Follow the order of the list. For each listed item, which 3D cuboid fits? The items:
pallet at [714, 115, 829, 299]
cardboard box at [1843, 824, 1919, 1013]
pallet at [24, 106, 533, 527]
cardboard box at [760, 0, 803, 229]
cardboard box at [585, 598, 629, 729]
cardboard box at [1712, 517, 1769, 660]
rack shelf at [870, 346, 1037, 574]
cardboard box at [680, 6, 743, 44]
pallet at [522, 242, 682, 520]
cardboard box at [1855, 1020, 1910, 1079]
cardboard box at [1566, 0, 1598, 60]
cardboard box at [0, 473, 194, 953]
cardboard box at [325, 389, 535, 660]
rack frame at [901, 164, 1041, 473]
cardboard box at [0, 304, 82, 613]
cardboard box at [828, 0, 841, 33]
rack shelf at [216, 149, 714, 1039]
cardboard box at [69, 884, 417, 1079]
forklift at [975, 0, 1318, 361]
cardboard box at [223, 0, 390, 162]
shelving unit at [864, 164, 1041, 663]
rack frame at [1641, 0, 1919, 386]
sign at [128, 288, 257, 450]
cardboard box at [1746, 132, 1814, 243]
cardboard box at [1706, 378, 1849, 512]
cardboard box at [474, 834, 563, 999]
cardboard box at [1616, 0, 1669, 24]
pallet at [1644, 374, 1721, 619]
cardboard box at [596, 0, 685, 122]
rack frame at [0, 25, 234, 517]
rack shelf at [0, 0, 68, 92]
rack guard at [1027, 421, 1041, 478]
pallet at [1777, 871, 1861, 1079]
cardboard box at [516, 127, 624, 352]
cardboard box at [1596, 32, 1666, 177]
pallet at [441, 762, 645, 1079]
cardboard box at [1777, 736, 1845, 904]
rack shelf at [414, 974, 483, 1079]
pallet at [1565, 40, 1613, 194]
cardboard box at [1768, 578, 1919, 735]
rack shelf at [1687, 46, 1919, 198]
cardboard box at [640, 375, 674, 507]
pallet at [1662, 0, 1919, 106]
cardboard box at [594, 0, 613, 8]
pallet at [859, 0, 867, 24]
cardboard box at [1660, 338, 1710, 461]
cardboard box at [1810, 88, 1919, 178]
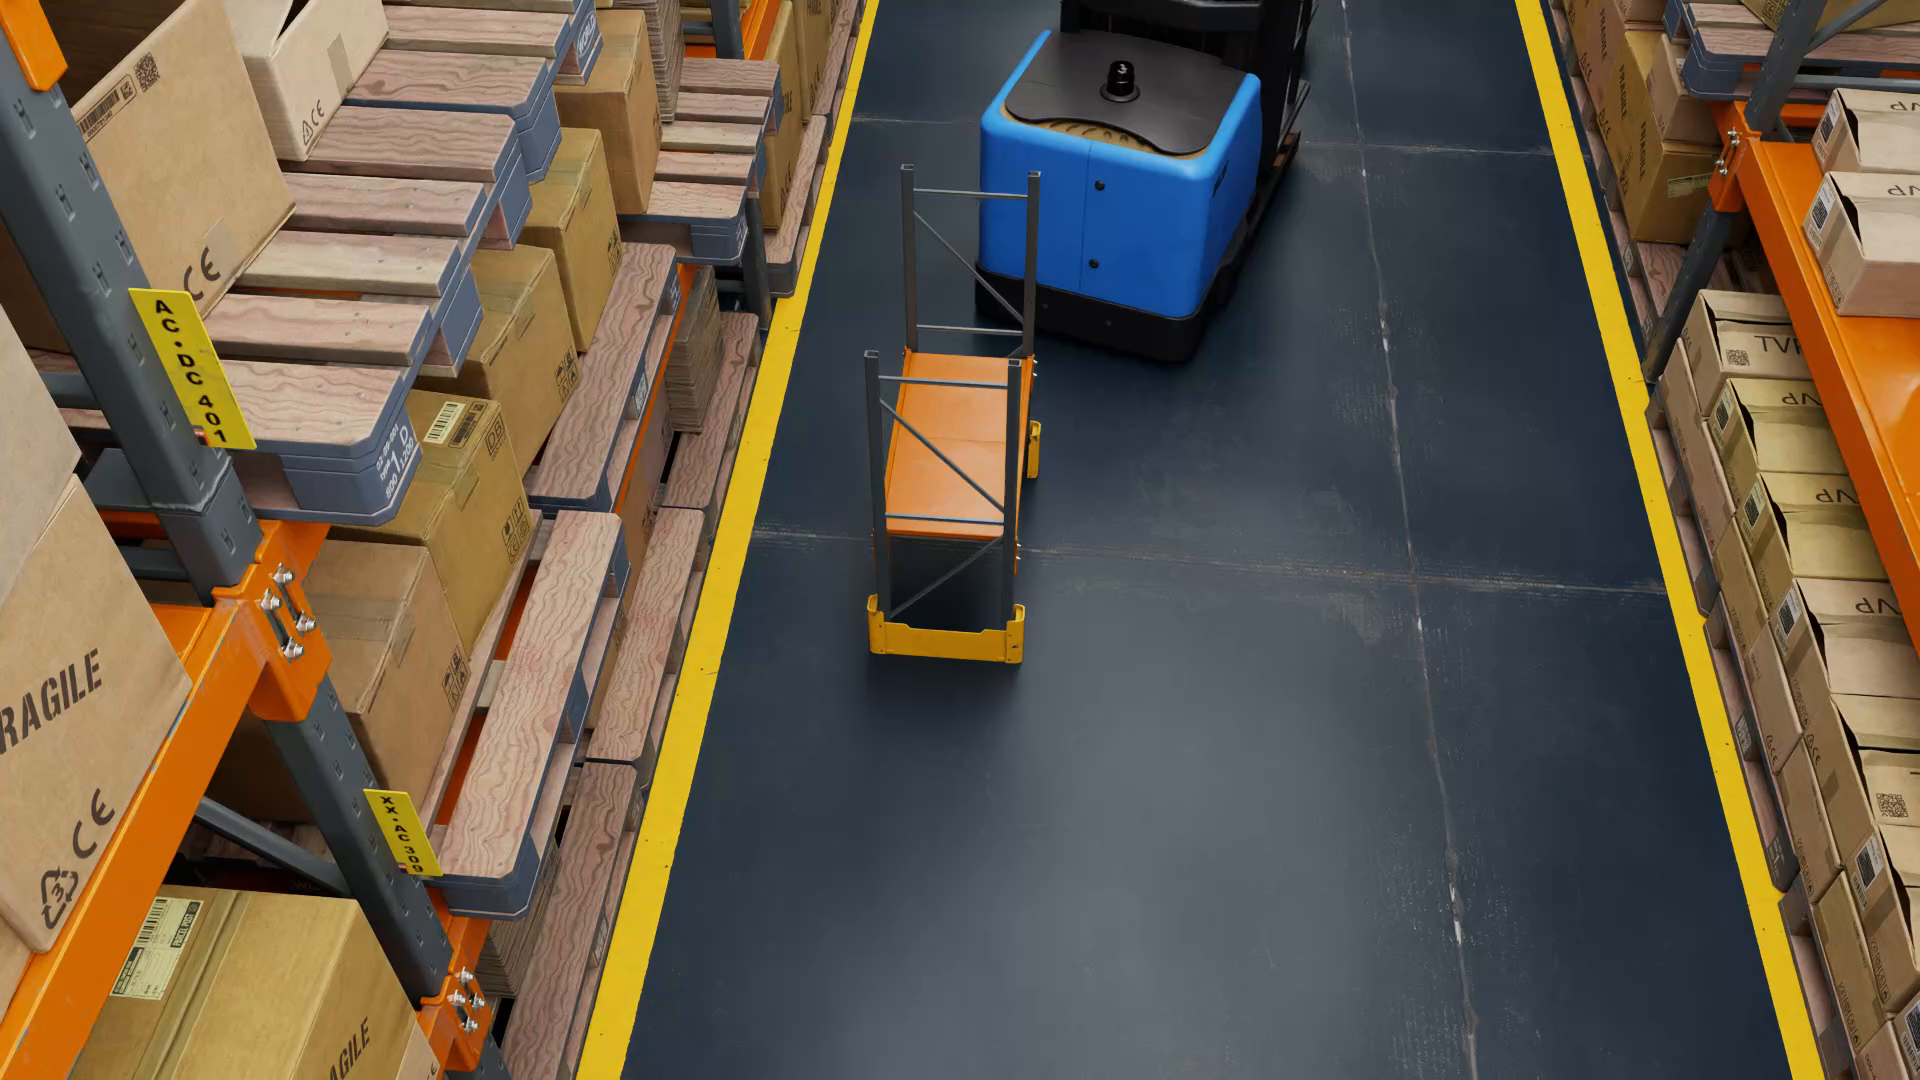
[{"bbox_3d":[-1.228,-1.679,8.168,1.003,0.211,1.213,4,48,4],"label":"pallet"},{"bbox_3d":[2.986,1.122,4.916,0.500,0.311,0.500,5,48,5],"label":"cardboard box"},{"bbox_3d":[-1.577,-0.502,3.296,1.213,0.211,1.003,4,48,4],"label":"pallet"},{"bbox_3d":[-1.178,-1.993,7.739,0.750,0.750,0.750,3,48,3],"label":"cardboard box"},{"bbox_3d":[-1.605,0.292,5.872,0.700,0.500,0.500,4,48,4],"label":"cardboard box"},{"bbox_3d":[3.132,0.188,6.150,0.500,0.250,0.500,3,48,2],"label":"cardboard box"},{"bbox_3d":[-0.008,-0.322,6.298,0.538,0.185,1.000,4,48,4],"label":"rack shelf"},{"bbox_3d":[-1.115,-2.194,6.906,0.380,0.149,0.250,3,48,3],"label":"cardboard box"},{"bbox_3d":[-1.515,-0.523,5.352,1.003,0.211,1.213,4,48,4],"label":"pallet"},{"bbox_3d":[2.943,1.686,4.780,0.500,0.250,0.500,3,48,3],"label":"cardboard box"},{"bbox_3d":[3.545,-2.861,8.756,0.500,0.500,0.500,4,48,4],"label":"cardboard box"},{"bbox_3d":[-1.540,0.230,2.418,0.500,0.500,0.500,5,48,5],"label":"cardboard box"},{"bbox_3d":[-1.601,-0.070,4.442,0.700,0.500,0.500,8,48,8],"label":"cardboard box"},{"bbox_3d":[0.039,-0.817,6.507,0.500,1.500,0.032,4,48,4],"label":"rack frame"},{"bbox_3d":[-1.515,-0.110,2.052,0.500,0.500,0.500,0,48,0],"label":"cardboard box"},{"bbox_3d":[-1.018,-3.261,8.898,0.750,0.750,0.750,5,48,5],"label":"cardboard box"},{"bbox_3d":[-1.557,-0.333,5.535,1.077,0.370,4.000,4,48,4],"label":"rack shelf"},{"bbox_3d":[-1.475,1.053,3.360,0.500,0.500,0.500,4,48,3],"label":"cardboard box"},{"bbox_3d":[1.095,-2.892,7.435,1.130,2.935,3.031,17,50,15],"label":"forklift"},{"bbox_3d":[-1.554,-1.079,3.473,0.500,0.311,0.500,5,48,5],"label":"cardboard box"},{"bbox_3d":[-0.007,-0.450,6.171,0.587,1.500,1.083,4,48,4],"label":"shelving unit"},{"bbox_3d":[3.558,-1.715,6.312,1.000,3.000,0.127,4,48,4],"label":"rack frame"},{"bbox_3d":[-1.199,-0.262,2.600,0.100,0.325,0.005,4,48,4],"label":"sign"},{"bbox_3d":[3.926,-1.720,7.712,0.500,0.500,0.500,2,48,2],"label":"cardboard box"},{"bbox_3d":[3.179,-0.366,6.277,0.500,0.311,0.500,3,48,3],"label":"cardboard box"},{"bbox_3d":[-1.689,1.047,5.181,0.700,0.500,0.500,5,48,5],"label":"cardboard box"},{"bbox_3d":[3.500,-2.770,8.164,0.500,0.250,0.500,3,48,3],"label":"cardboard box"},{"bbox_3d":[3.444,-0.172,6.790,1.003,0.211,1.213,4,48,4],"label":"pallet"},{"bbox_3d":[-1.408,-1.882,6.098,0.700,0.500,0.500,-1,48,-1],"label":"cardboard box"},{"bbox_3d":[-1.740,-1.131,1.712,1.000,3.000,0.127,4,48,4],"label":"rack frame"},{"bbox_3d":[-1.557,-2.223,3.469,1.077,0.370,4.000,4,48,4],"label":"rack shelf"},{"bbox_3d":[0.038,-0.394,6.967,0.587,0.250,0.087,4,48,4],"label":"rack guard"},{"bbox_3d":[3.222,1.621,5.150,1.003,0.211,1.213,4,48,4],"label":"pallet"},{"bbox_3d":[-1.499,-0.965,5.260,0.700,0.500,0.500,4,48,4],"label":"cardboard box"},{"bbox_3d":[3.457,-2.103,8.063,0.500,0.500,0.500,2,48,2],"label":"cardboard box"},{"bbox_3d":[-1.670,1.263,5.478,1.003,0.211,1.213,4,48,4],"label":"pallet"},{"bbox_3d":[3.037,0.939,5.463,0.500,0.250,0.500,5,48,4],"label":"cardboard box"},{"bbox_3d":[-1.922,2.606,2.847,1.077,0.370,4.000,4,48,4],"label":"rack shelf"},{"bbox_3d":[3.778,-2.214,8.658,1.003,0.211,1.213,4,48,4],"label":"pallet"},{"bbox_3d":[3.084,0.386,5.589,0.500,0.311,0.500,3,48,3],"label":"cardboard box"},{"bbox_3d":[3.740,-2.942,7.922,1.077,0.370,4.000,4,48,4],"label":"rack shelf"},{"bbox_3d":[-1.552,-0.447,6.548,0.700,0.500,0.500,4,48,3],"label":"cardboard box"},{"bbox_3d":[3.550,-2.153,6.843,1.213,0.211,1.003,4,48,4],"label":"pallet"},{"bbox_3d":[-1.391,-1.954,5.725,0.380,0.149,0.250,-3,48,-3],"label":"cardboard box"},{"bbox_3d":[-1.006,-3.472,9.808,1.003,0.211,1.213,4,48,4],"label":"pallet"},{"bbox_3d":[3.218,-0.564,6.838,0.500,0.250,0.500,4,48,3],"label":"cardboard box"},{"bbox_3d":[3.482,-1.421,6.103,0.500,0.311,0.500,7,48,6],"label":"cardboard box"}]
